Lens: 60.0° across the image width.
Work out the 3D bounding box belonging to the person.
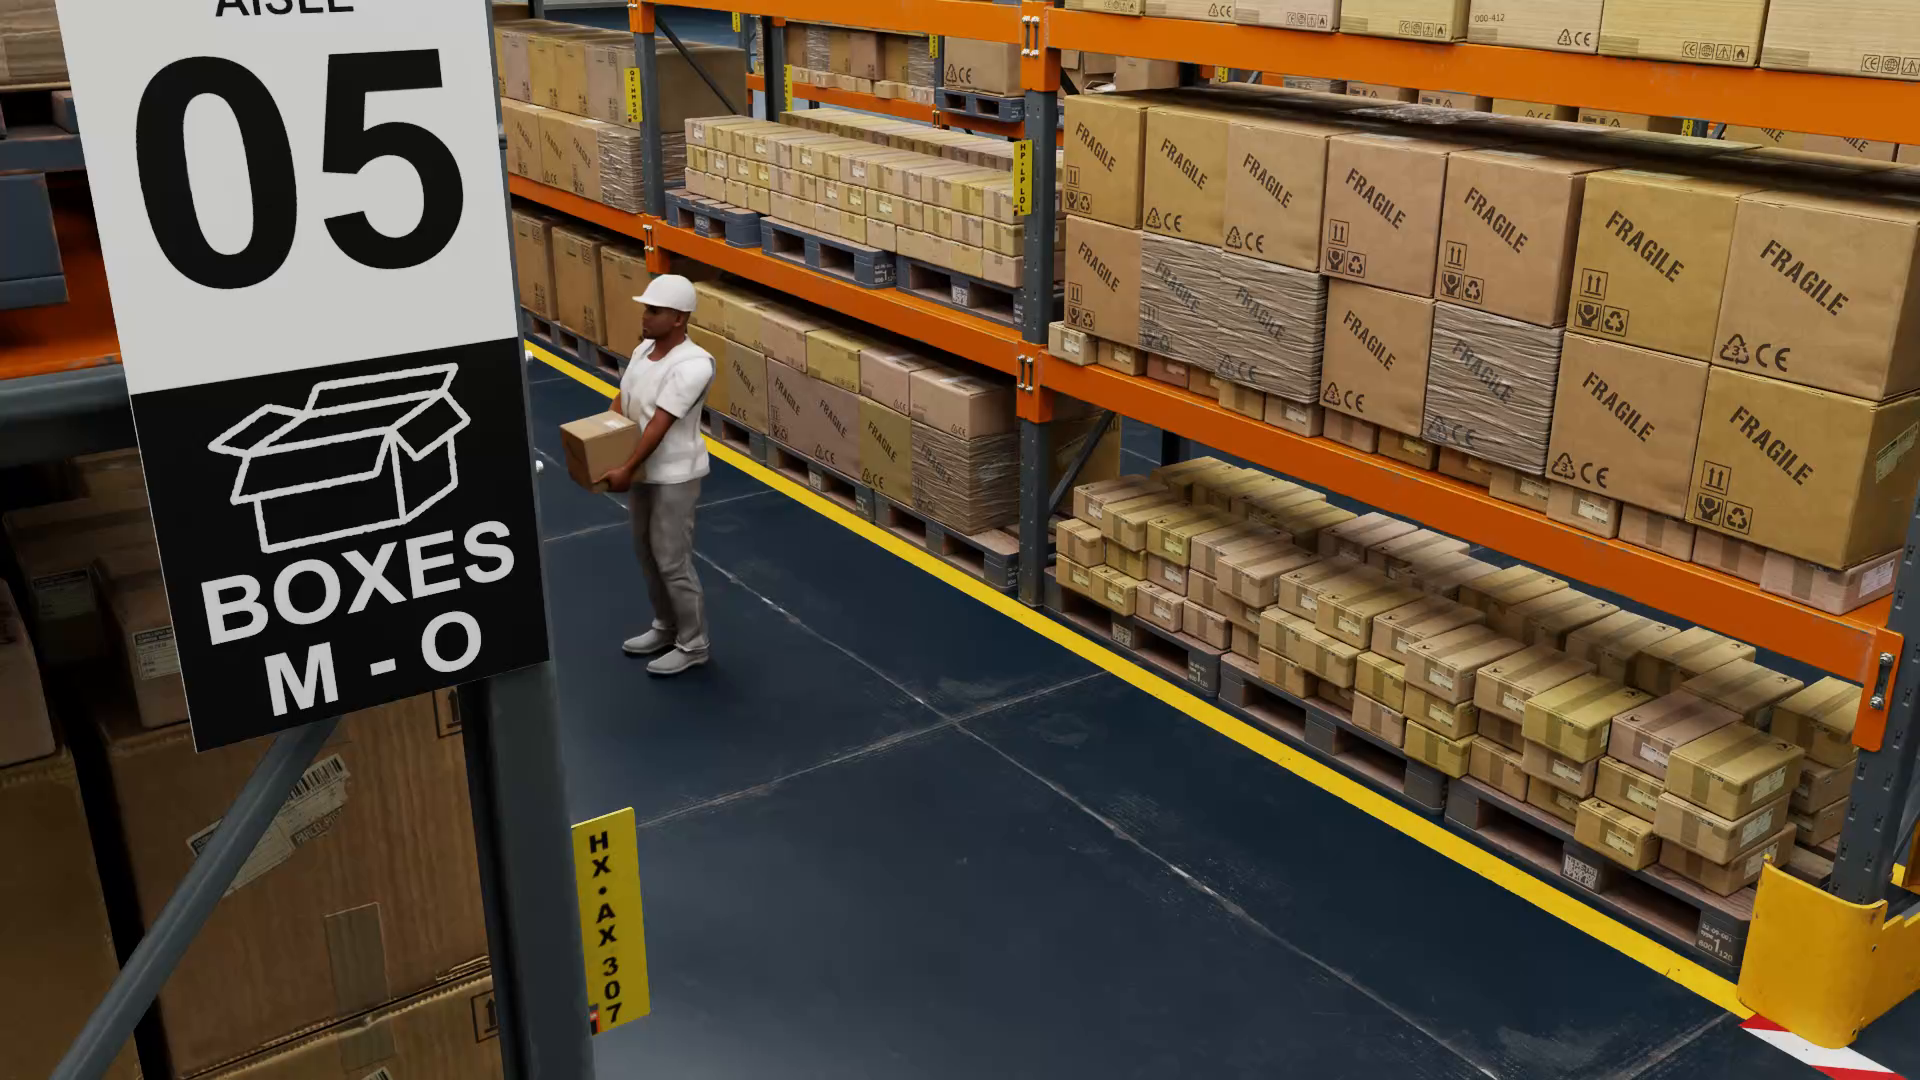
[{"bbox_3d":[-1.369,-0.267,7.248,0.587,1.761,0.502,-14,25,-33],"label":"person"}]
